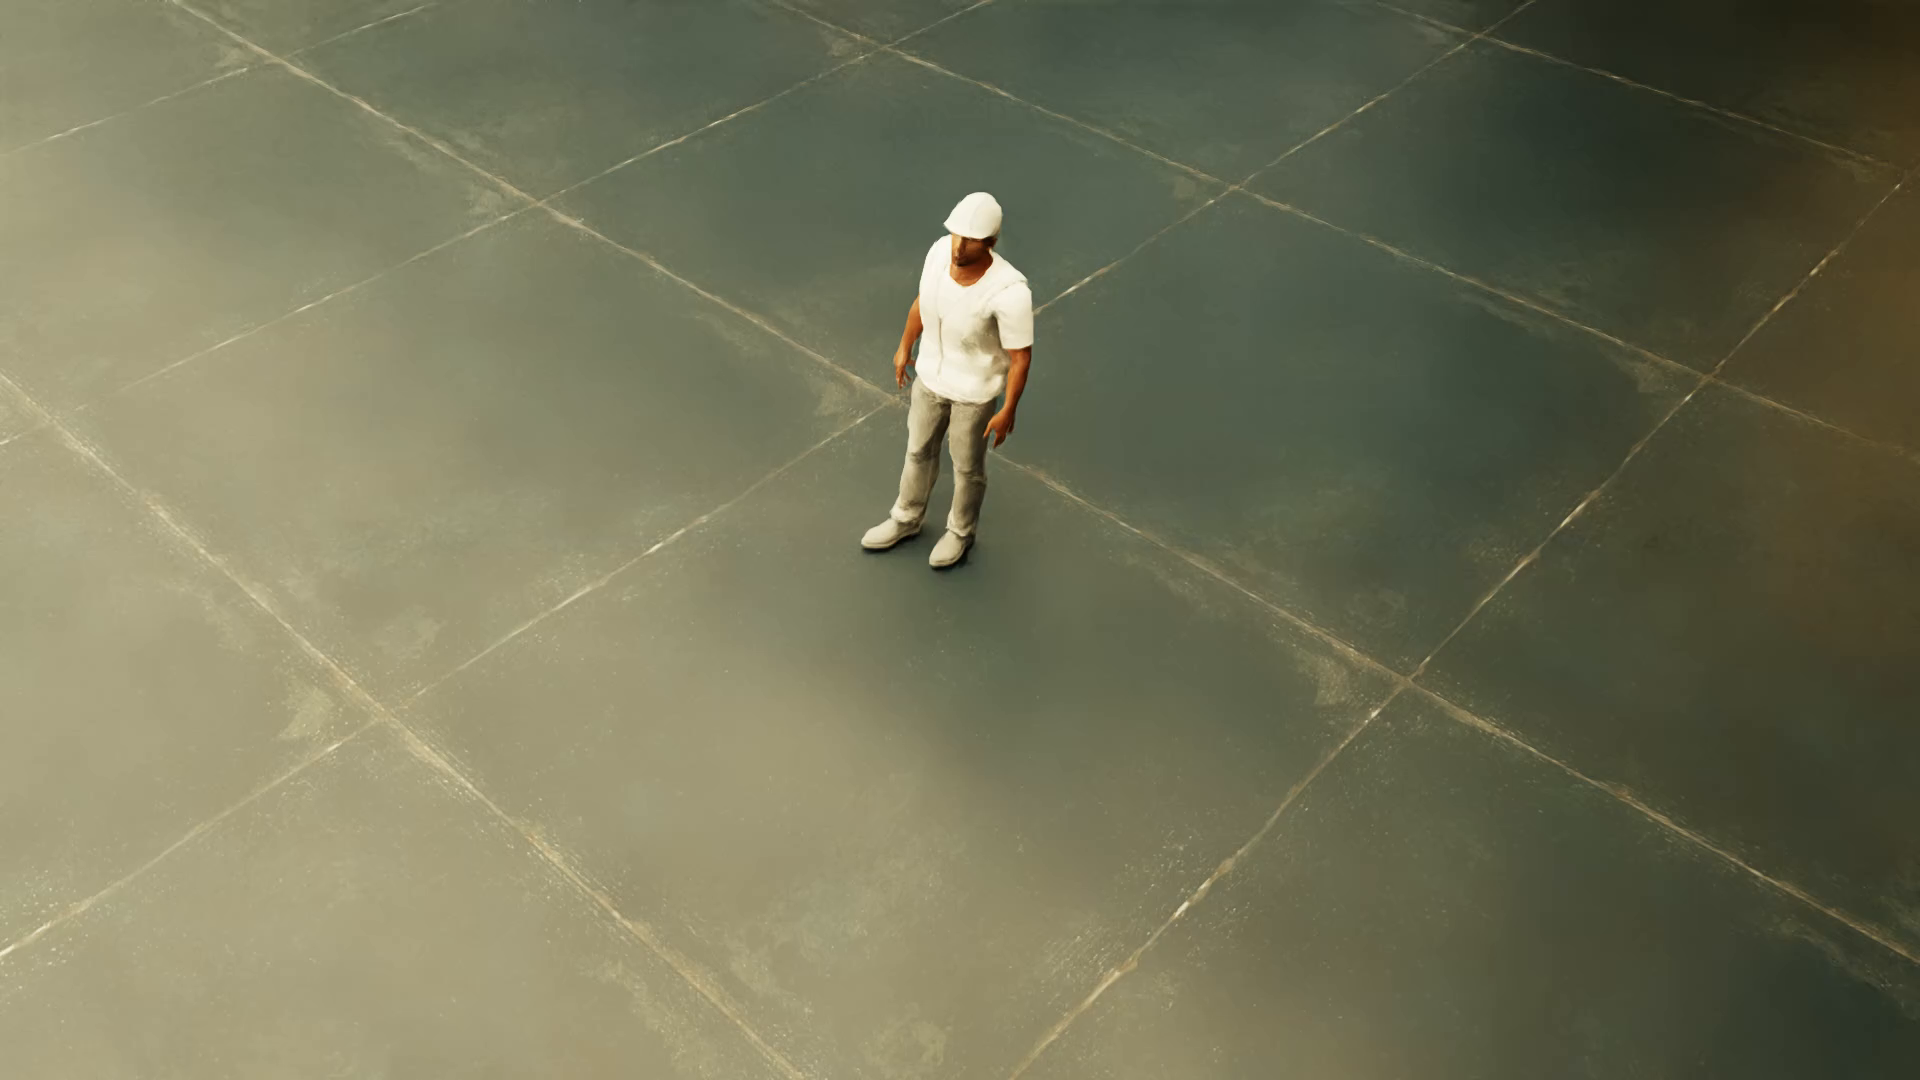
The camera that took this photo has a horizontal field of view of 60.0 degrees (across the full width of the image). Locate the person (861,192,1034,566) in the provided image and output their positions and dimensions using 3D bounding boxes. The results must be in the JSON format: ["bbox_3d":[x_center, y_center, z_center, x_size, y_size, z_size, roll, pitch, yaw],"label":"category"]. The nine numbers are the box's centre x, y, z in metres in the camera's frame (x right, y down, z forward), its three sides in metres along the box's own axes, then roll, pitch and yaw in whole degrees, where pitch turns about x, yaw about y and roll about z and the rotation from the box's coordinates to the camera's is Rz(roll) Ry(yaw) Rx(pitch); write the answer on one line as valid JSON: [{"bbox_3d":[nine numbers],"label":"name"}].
[{"bbox_3d":[-0.051,-0.645,7.063,0.665,1.766,0.576,31,49,31],"label":"person"}]
